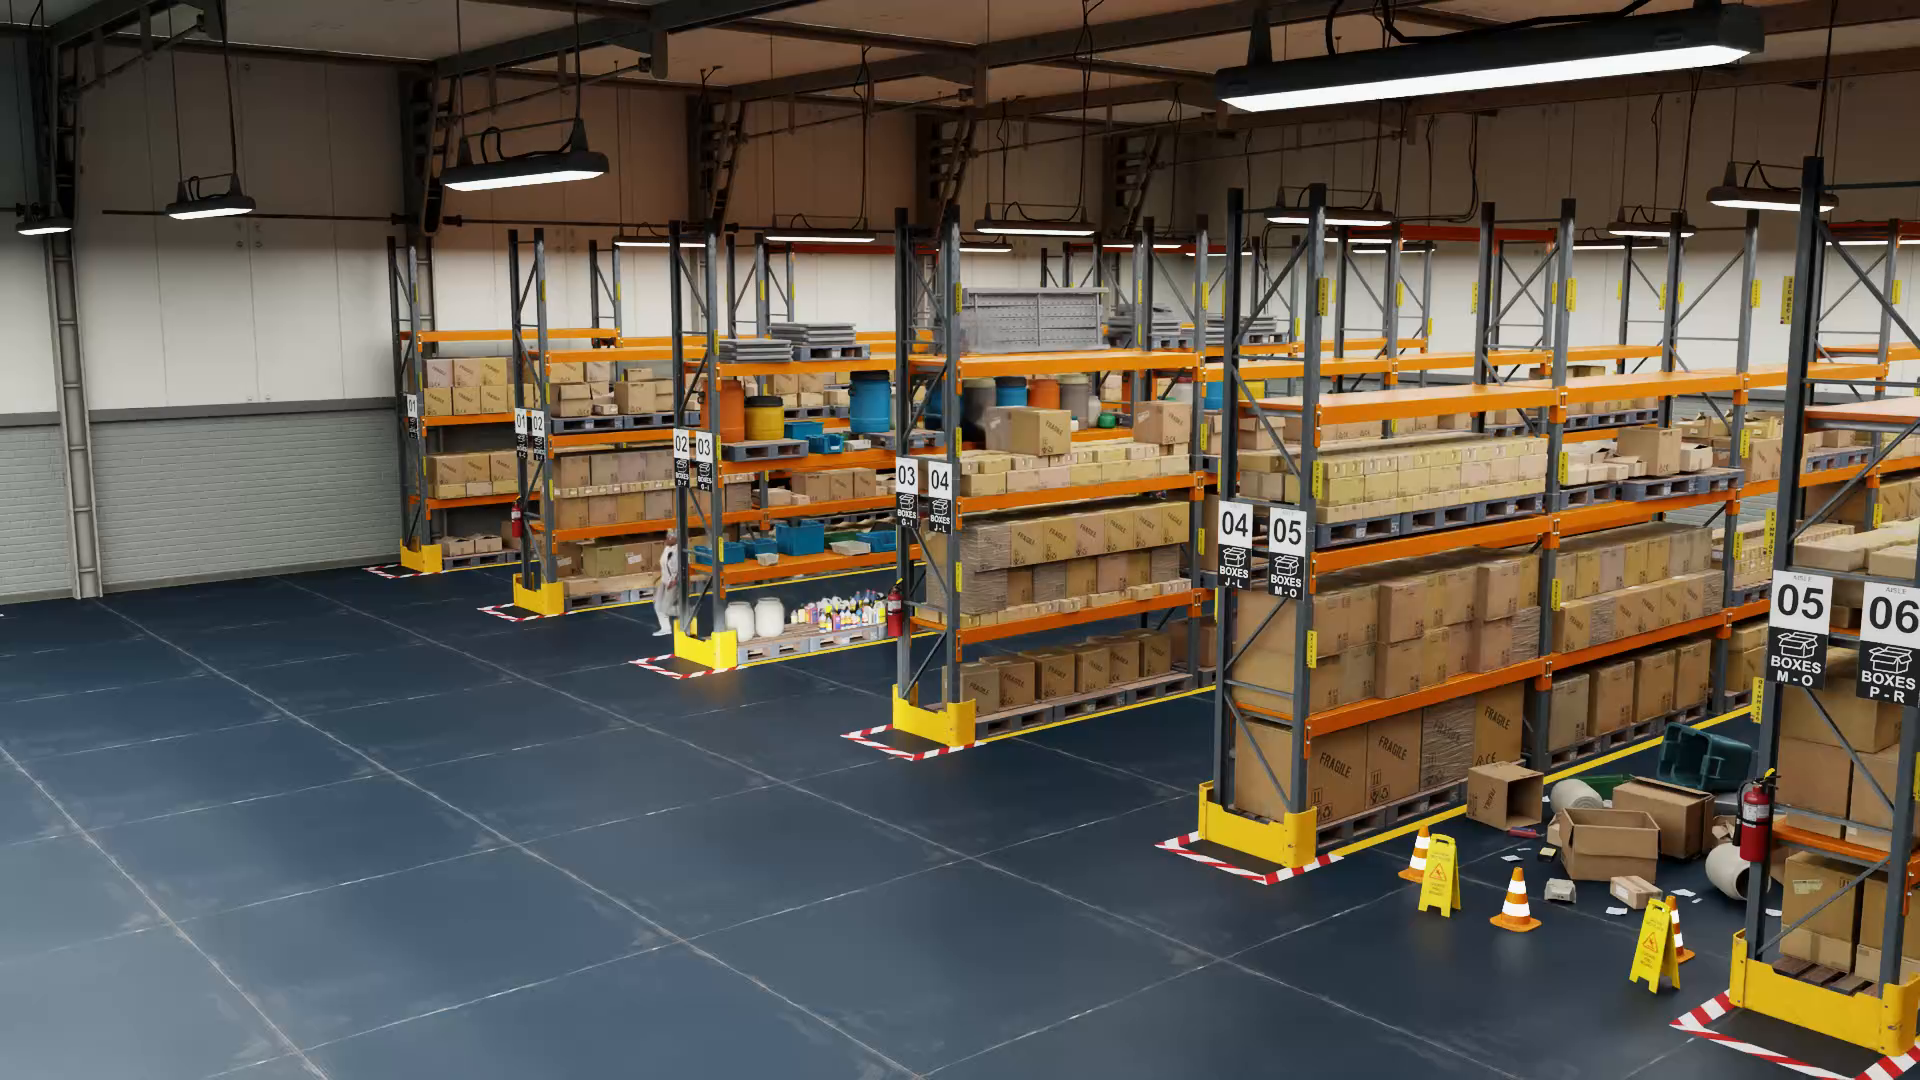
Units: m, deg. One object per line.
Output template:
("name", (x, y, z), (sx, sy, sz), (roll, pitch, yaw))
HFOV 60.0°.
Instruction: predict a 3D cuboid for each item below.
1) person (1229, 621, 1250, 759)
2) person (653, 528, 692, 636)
("person", (3.134, 1.525, 18.257), (0.702, 1.713, 0.673), (6, 11, 34))
("person", (-4.200, 0.627, 24.452), (0.534, 1.632, 0.619), (-7, 11, -38))
